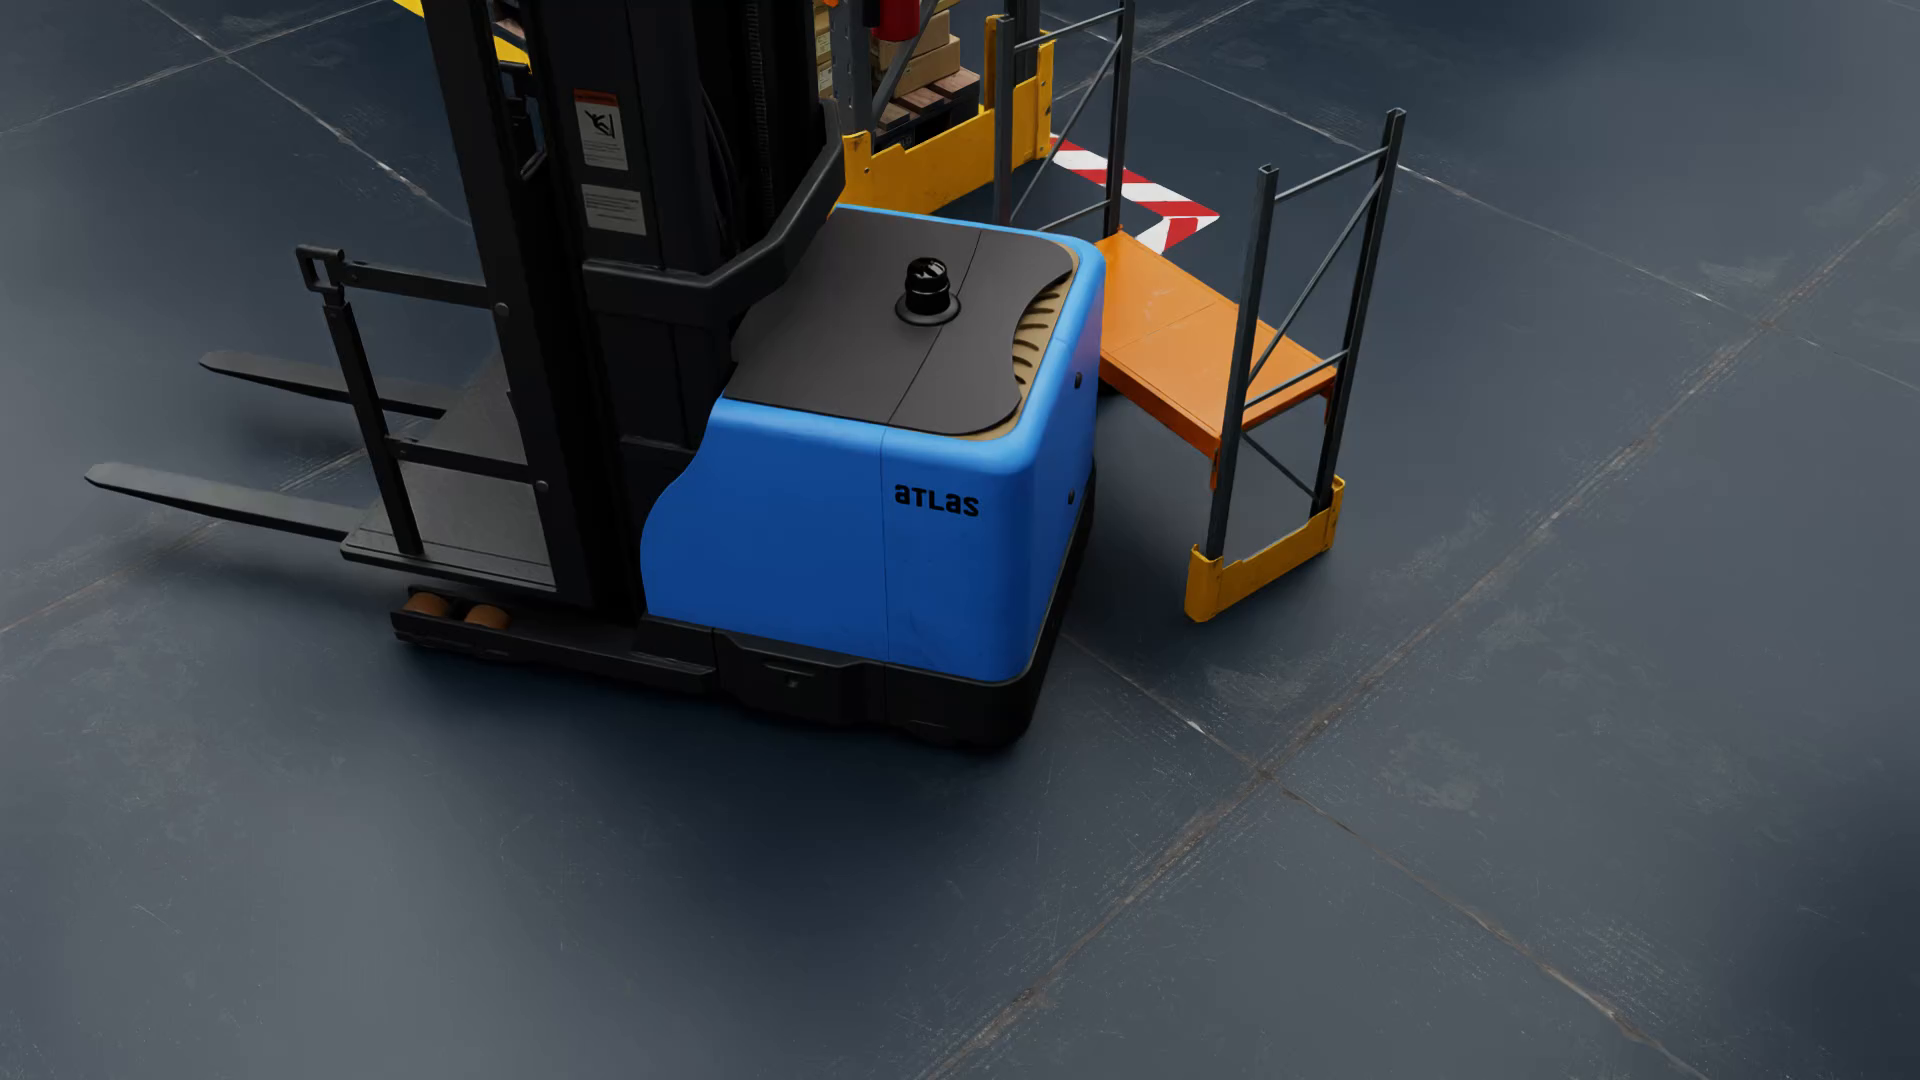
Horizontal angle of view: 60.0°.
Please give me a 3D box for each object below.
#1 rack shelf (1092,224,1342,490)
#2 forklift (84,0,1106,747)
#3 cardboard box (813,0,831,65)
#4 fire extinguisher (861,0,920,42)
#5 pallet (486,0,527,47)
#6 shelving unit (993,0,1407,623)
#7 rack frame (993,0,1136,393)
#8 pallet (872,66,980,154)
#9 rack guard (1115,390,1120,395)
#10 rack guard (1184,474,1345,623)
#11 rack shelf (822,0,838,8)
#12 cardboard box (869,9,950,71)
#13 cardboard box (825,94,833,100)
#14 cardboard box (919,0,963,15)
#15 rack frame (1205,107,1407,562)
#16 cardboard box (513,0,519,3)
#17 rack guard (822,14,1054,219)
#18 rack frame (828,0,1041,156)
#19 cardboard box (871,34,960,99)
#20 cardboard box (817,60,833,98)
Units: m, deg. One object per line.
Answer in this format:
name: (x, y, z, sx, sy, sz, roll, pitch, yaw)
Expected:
rack shelf: (0.617, -0.581, 5.039, 0.538, 0.185, 1.000, -27, 49, -27)
forklift: (-1.161, -1.059, 4.236, 3.031, 2.935, 1.130, 10, 44, 11)
cardboard box: (-0.628, -1.980, 6.535, 0.380, 0.149, 0.250, -33, 52, -31)
fire extinguisher: (-0.224, -2.014, 5.551, 0.296, 0.674, 0.183, -34, 53, -31)
pallet: (-1.535, -2.527, 7.829, 1.003, 0.211, 1.213, -34, 53, -31)
shelving unit: (0.622, -0.709, 4.912, 0.587, 1.500, 1.083, -27, 49, -27)
rack frame: (0.308, -0.987, 5.214, 0.500, 1.500, 0.032, -27, 49, -27)
pallet: (-0.678, -1.941, 7.195, 1.003, 0.211, 1.213, -34, 53, -31)
rack guard: (0.319, -0.518, 5.626, 0.587, 0.250, 0.087, -27, 49, -27)
rack guard: (0.925, 0.019, 5.045, 0.587, 0.250, 0.087, -27, 49, -27)
rack shelf: (-1.488, -3.218, 7.053, 1.077, 0.370, 4.000, -34, 53, -31)
cardboard box: (-0.263, -2.113, 6.898, 0.380, 0.149, 0.250, -32, 51, -30)
cardboard box: (-0.595, -1.782, 6.759, 0.380, 0.149, 0.250, -33, 52, -31)
cardboard box: (-0.205, -2.262, 6.840, 0.250, 0.149, 0.380, 32, 51, 30)
rack frame: (0.926, -0.440, 4.621, 0.500, 1.500, 0.032, -27, 49, -27)
cardboard box: (-1.925, -2.618, 7.664, 0.250, 0.149, 0.380, 33, 52, 30)
rack guard: (-0.129, -1.640, 6.656, 1.175, 0.500, 0.348, -34, 53, -31)
rack frame: (-0.075, -2.521, 5.768, 1.000, 3.000, 0.127, -34, 53, -31)
cardboard box: (-0.219, -2.034, 7.032, 0.380, 0.149, 0.250, -33, 52, -31)
cardboard box: (-0.650, -1.855, 6.619, 0.250, 0.149, 0.380, 33, 52, 30)
